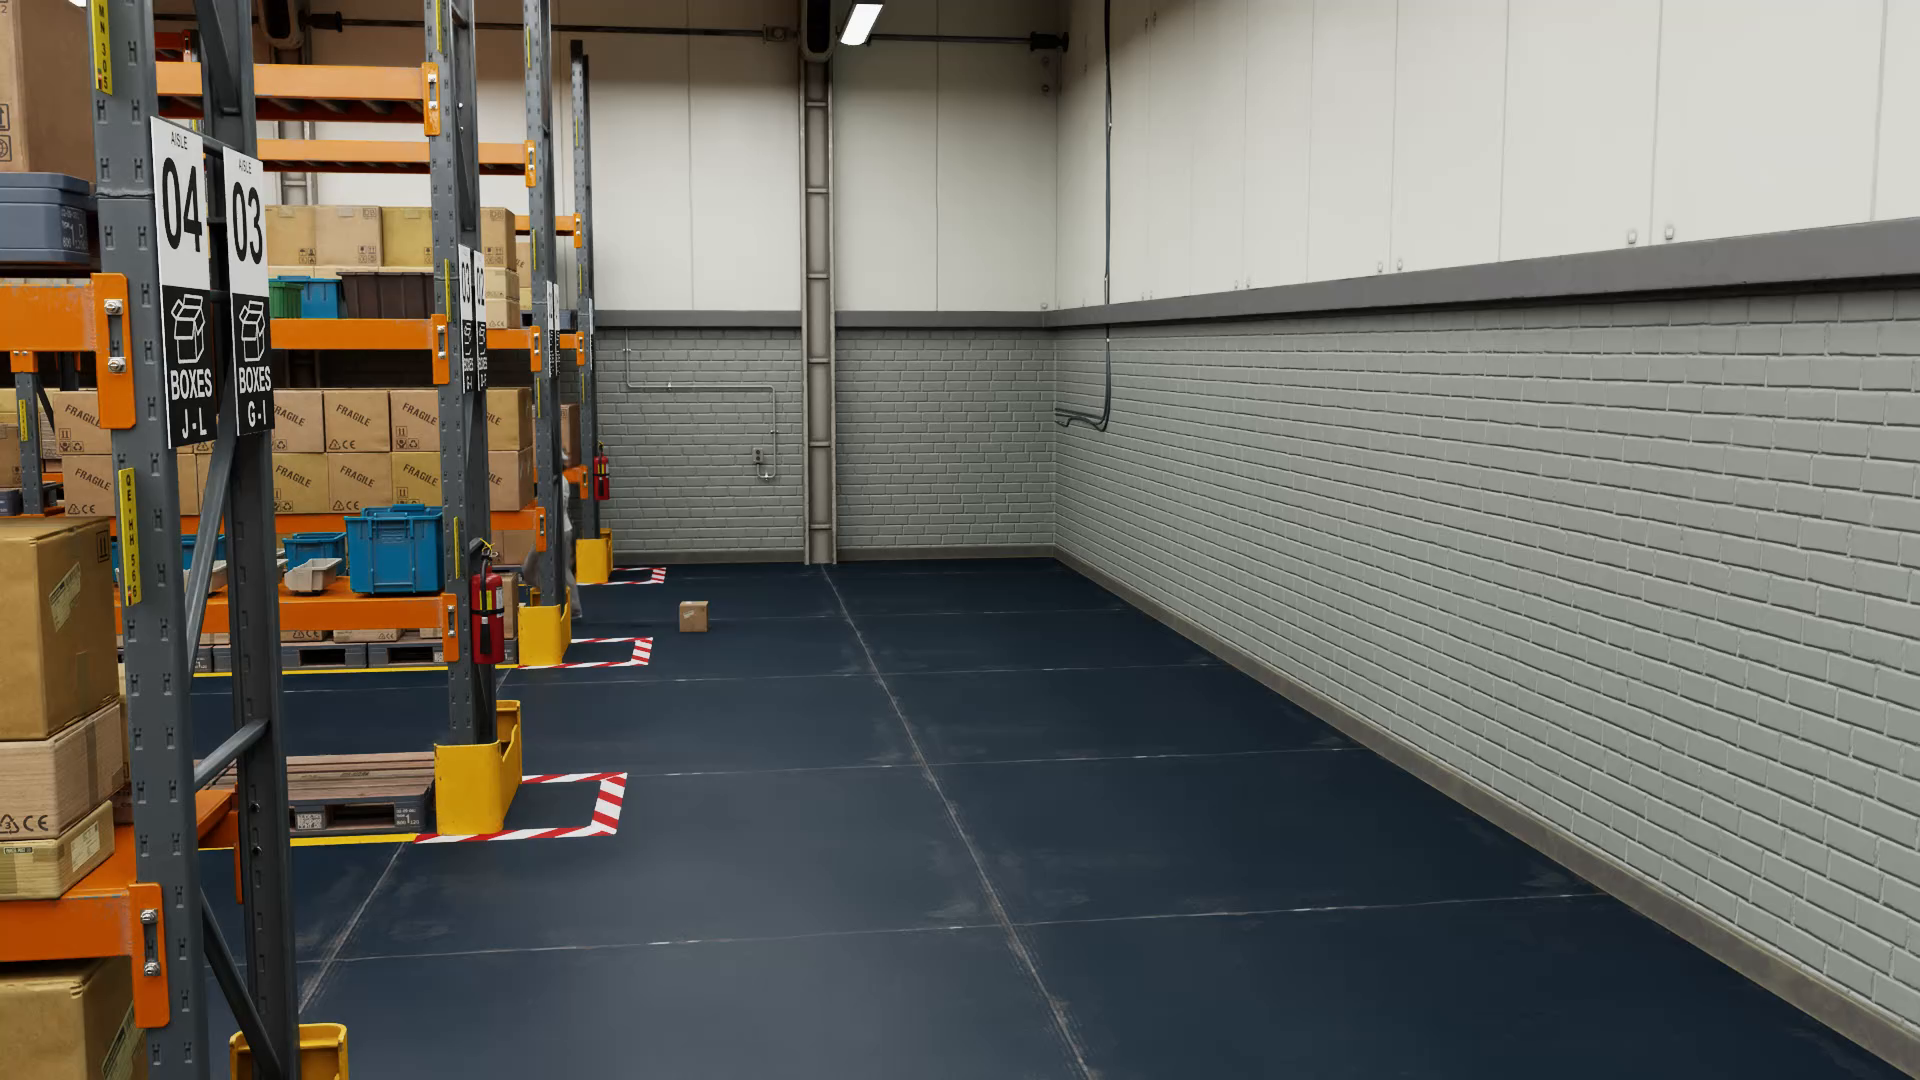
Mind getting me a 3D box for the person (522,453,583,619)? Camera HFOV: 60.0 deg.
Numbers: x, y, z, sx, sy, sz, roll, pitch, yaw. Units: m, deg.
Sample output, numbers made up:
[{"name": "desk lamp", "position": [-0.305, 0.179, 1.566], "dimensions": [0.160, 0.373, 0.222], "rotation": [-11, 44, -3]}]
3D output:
[{"name": "person", "position": [-3.912, -0.015, 15.958], "dimensions": [0.524, 1.753, 0.491], "rotation": [0, 7, 1]}]
